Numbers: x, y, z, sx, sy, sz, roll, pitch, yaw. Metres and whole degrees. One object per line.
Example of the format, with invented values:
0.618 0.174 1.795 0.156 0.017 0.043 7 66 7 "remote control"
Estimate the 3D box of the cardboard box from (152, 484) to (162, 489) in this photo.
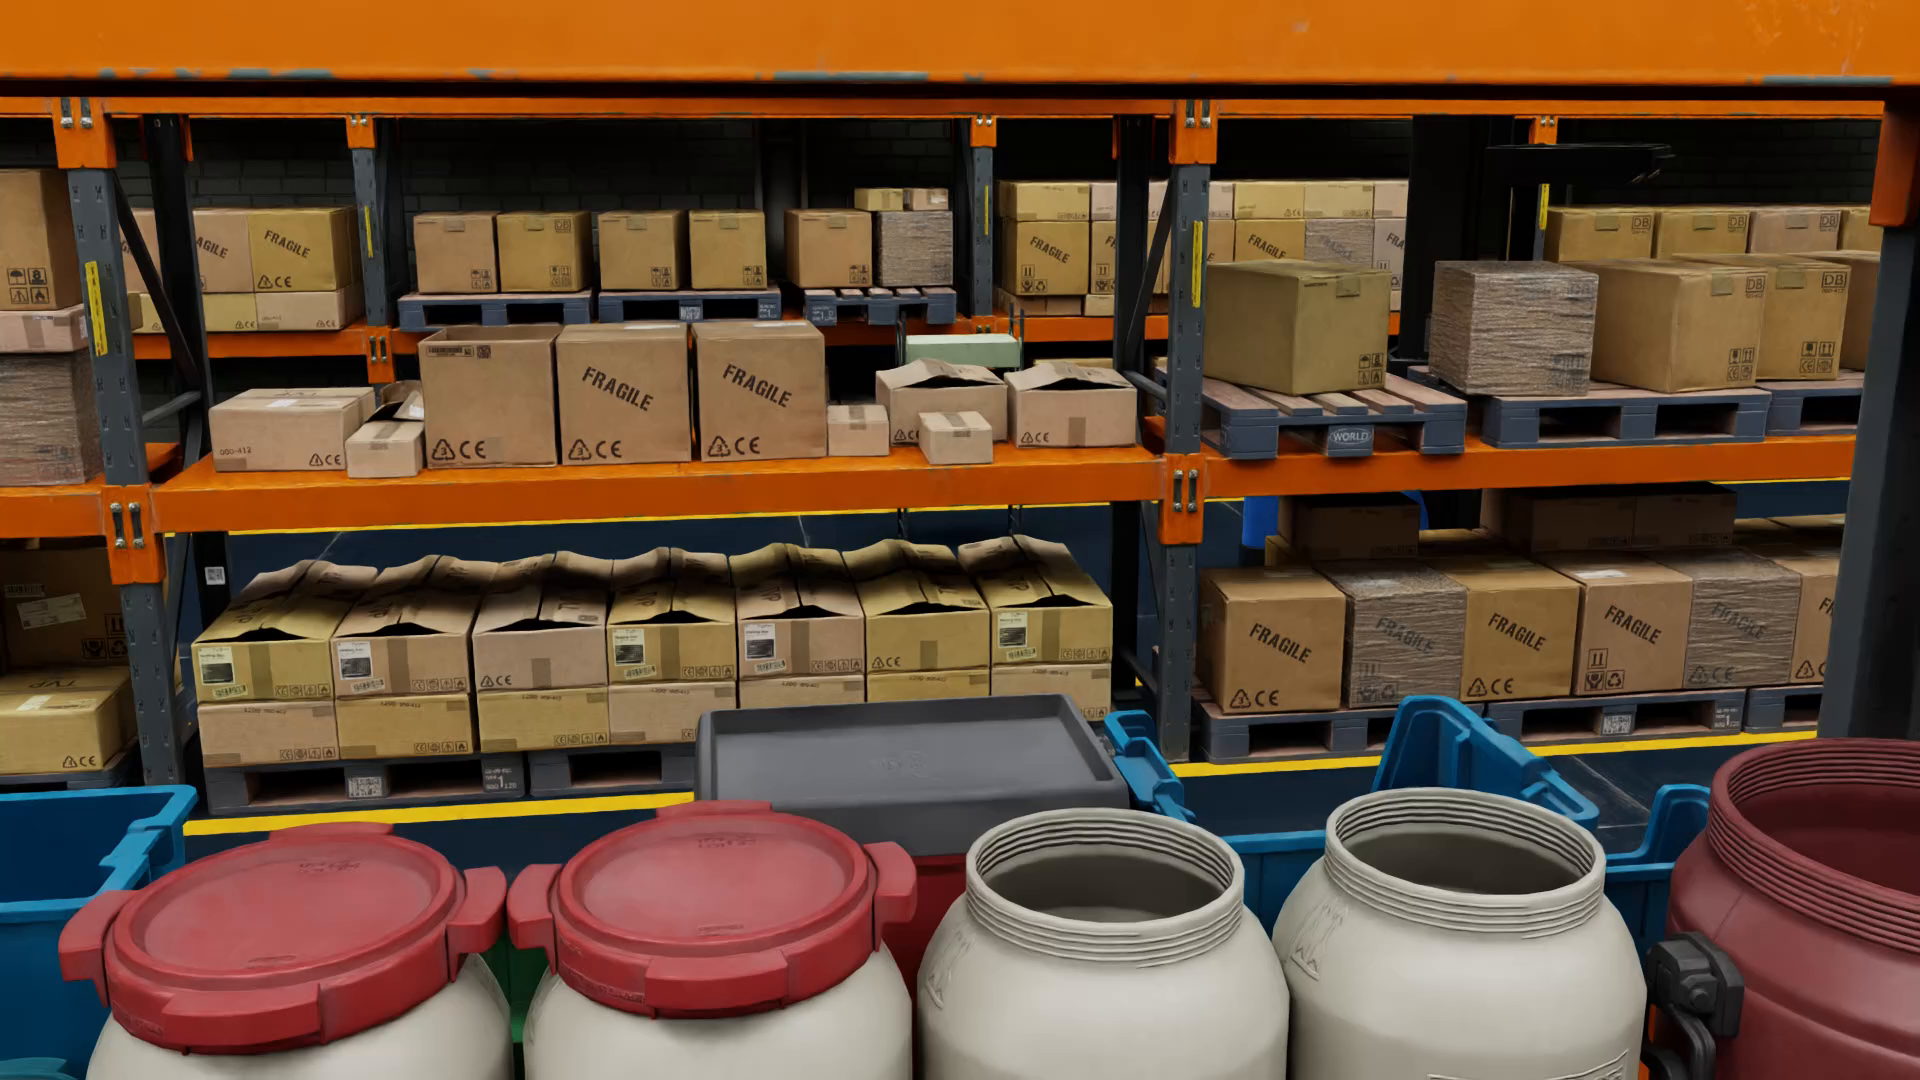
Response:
-5.454 -0.459 11.341 0.250 0.149 0.380 -3 14 -13 "cardboard box"

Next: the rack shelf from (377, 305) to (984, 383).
-1.892 -1.405 11.637 4.000 0.370 1.077 -2 14 -8 "rack shelf"

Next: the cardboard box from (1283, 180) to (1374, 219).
2.606 -2.424 11.823 0.500 0.250 0.500 -2 14 -7 "cardboard box"

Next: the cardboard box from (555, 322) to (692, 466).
-1.350 -0.600 6.741 0.500 0.500 0.500 -2 14 -8 "cardboard box"

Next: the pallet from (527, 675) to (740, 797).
-1.196 0.781 7.172 1.213 0.211 1.003 -2 14 -8 "pallet"

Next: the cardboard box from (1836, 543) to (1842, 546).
4.338 0.306 7.570 0.500 0.500 0.500 -2 14 -9 "cardboard box"

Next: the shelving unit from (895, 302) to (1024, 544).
-0.007 -0.727 10.538 0.755 1.500 0.431 -2 14 -8 "shelving unit"

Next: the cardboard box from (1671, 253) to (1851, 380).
3.611 -1.029 7.588 0.500 0.500 0.700 0 14 1 "cardboard box"

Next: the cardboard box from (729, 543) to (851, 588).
-0.757 0.210 7.353 0.500 0.311 0.500 -2 14 -10 "cardboard box"

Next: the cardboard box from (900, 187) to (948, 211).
-0.251 -2.383 11.615 0.250 0.149 0.380 -4 15 -16 "cardboard box"

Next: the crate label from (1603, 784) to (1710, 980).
1.089 0.563 2.655 0.416 0.233 0.303 -2 14 -8 "crate label"

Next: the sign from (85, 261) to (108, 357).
-3.044 -0.815 5.862 0.005 0.325 0.100 -2 14 -8 "sign"

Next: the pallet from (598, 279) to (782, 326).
-1.865 -1.652 11.536 1.213 0.211 1.003 -2 14 -8 "pallet"

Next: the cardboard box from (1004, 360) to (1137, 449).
0.461 -0.589 7.087 0.500 0.311 0.500 -1 14 -5 "cardboard box"

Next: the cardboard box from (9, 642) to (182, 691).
-3.631 0.584 7.016 0.500 0.250 0.500 -2 14 -8 "cardboard box"

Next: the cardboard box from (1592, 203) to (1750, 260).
5.303 -2.158 12.542 0.700 0.700 0.980 -2 14 -10 "cardboard box"

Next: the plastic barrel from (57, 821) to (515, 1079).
-0.689 0.627 1.775 0.433 0.535 0.433 0 14 0 "plastic barrel"

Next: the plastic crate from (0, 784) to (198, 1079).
-1.349 0.595 2.218 0.575 0.384 0.392 -2 14 -8 "plastic crate"

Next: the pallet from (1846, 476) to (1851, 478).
7.218 -0.716 13.143 1.213 0.211 1.003 -2 14 -8 "pallet"

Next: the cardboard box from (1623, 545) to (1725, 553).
3.247 0.216 7.927 0.500 0.500 0.500 -2 14 -8 "cardboard box"

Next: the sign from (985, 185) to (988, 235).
0.176 -2.219 11.188 0.005 0.325 0.100 -2 14 -8 "sign"

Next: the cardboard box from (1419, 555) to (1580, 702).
2.334 0.379 7.278 0.500 0.500 0.500 -2 14 -9 "cardboard box"

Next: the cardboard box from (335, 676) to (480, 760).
-2.186 0.667 6.686 0.500 0.250 0.500 -2 14 -7 "cardboard box"

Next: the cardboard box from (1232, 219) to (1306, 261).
2.128 -2.040 11.832 0.500 0.500 0.500 -2 14 -7 "cardboard box"

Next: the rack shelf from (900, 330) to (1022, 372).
-0.007 -1.106 10.443 0.720 0.370 0.431 -2 14 -8 "rack shelf"

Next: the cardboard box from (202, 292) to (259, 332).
-4.787 -1.512 10.853 0.500 0.250 0.500 -2 14 -8 "cardboard box"

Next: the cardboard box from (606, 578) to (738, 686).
-1.162 0.357 6.769 0.500 0.311 0.500 -2 14 -7 "cardboard box"

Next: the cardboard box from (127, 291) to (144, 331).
-3.422 -0.890 6.565 0.250 0.149 0.380 -2 14 -8 "cardboard box"

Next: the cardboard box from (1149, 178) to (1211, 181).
1.516 -2.507 12.153 0.500 0.250 0.500 -2 14 -10 "cardboard box"

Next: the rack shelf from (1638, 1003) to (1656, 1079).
-0.416 0.978 2.134 4.000 0.370 1.077 -2 14 -8 "rack shelf"

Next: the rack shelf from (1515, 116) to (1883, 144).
6.019 -3.150 12.428 4.000 0.370 1.077 -2 14 -8 "rack shelf"

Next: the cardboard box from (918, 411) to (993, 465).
-0.021 -0.414 6.723 0.250 0.149 0.380 -2 14 -8 "cardboard box"

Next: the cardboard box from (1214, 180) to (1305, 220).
2.102 -2.406 11.749 0.500 0.250 0.500 -2 14 -9 "cardboard box"

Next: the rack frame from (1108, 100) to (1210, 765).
0.828 -0.635 7.087 0.127 3.000 1.000 -2 14 -8 "rack frame"

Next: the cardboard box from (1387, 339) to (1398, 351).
3.418 -1.077 12.408 0.750 0.750 0.750 -2 14 -8 "cardboard box"

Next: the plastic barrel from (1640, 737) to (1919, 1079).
1.148 0.580 1.962 0.708 0.536 0.600 -2 14 -8 "plastic barrel"

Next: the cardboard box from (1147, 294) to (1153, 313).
1.202 -1.706 11.831 0.250 0.149 0.380 -2 14 -9 "cardboard box"

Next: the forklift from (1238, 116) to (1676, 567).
3.123 -1.031 8.808 3.031 2.935 1.130 7 16 26 "forklift"

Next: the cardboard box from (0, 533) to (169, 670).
-3.633 0.218 6.935 0.500 0.500 0.500 -2 14 -8 "cardboard box"

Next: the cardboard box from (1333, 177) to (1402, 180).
3.031 -2.563 12.375 0.500 0.250 0.500 -2 14 -8 "cardboard box"

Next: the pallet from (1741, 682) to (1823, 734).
3.984 0.611 7.851 1.213 0.211 1.003 -2 14 -8 "pallet"

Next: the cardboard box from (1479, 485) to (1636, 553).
2.784 -0.131 7.771 0.500 0.250 0.500 -2 14 -9 "cardboard box"

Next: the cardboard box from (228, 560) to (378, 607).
-2.770 0.284 7.058 0.500 0.311 0.500 -2 14 -8 "cardboard box"

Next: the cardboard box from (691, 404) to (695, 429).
-2.130 -0.753 11.791 0.500 0.500 0.700 -2 14 -8 "cardboard box"

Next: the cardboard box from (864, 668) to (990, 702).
-0.165 0.592 6.983 0.500 0.250 0.500 -2 14 -9 "cardboard box"

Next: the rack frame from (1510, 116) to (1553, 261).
4.041 -1.971 12.416 0.127 3.000 1.000 -2 14 -8 "rack frame"

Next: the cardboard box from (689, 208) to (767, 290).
-1.606 -2.018 11.493 0.500 0.500 0.700 -2 14 -8 "cardboard box"

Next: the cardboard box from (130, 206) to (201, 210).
-5.371 -1.981 11.179 0.500 0.500 0.500 -2 14 -7 "cardboard box"

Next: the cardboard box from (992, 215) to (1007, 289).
0.514 -2.109 12.108 0.500 0.500 0.500 -2 14 -8 "cardboard box"
